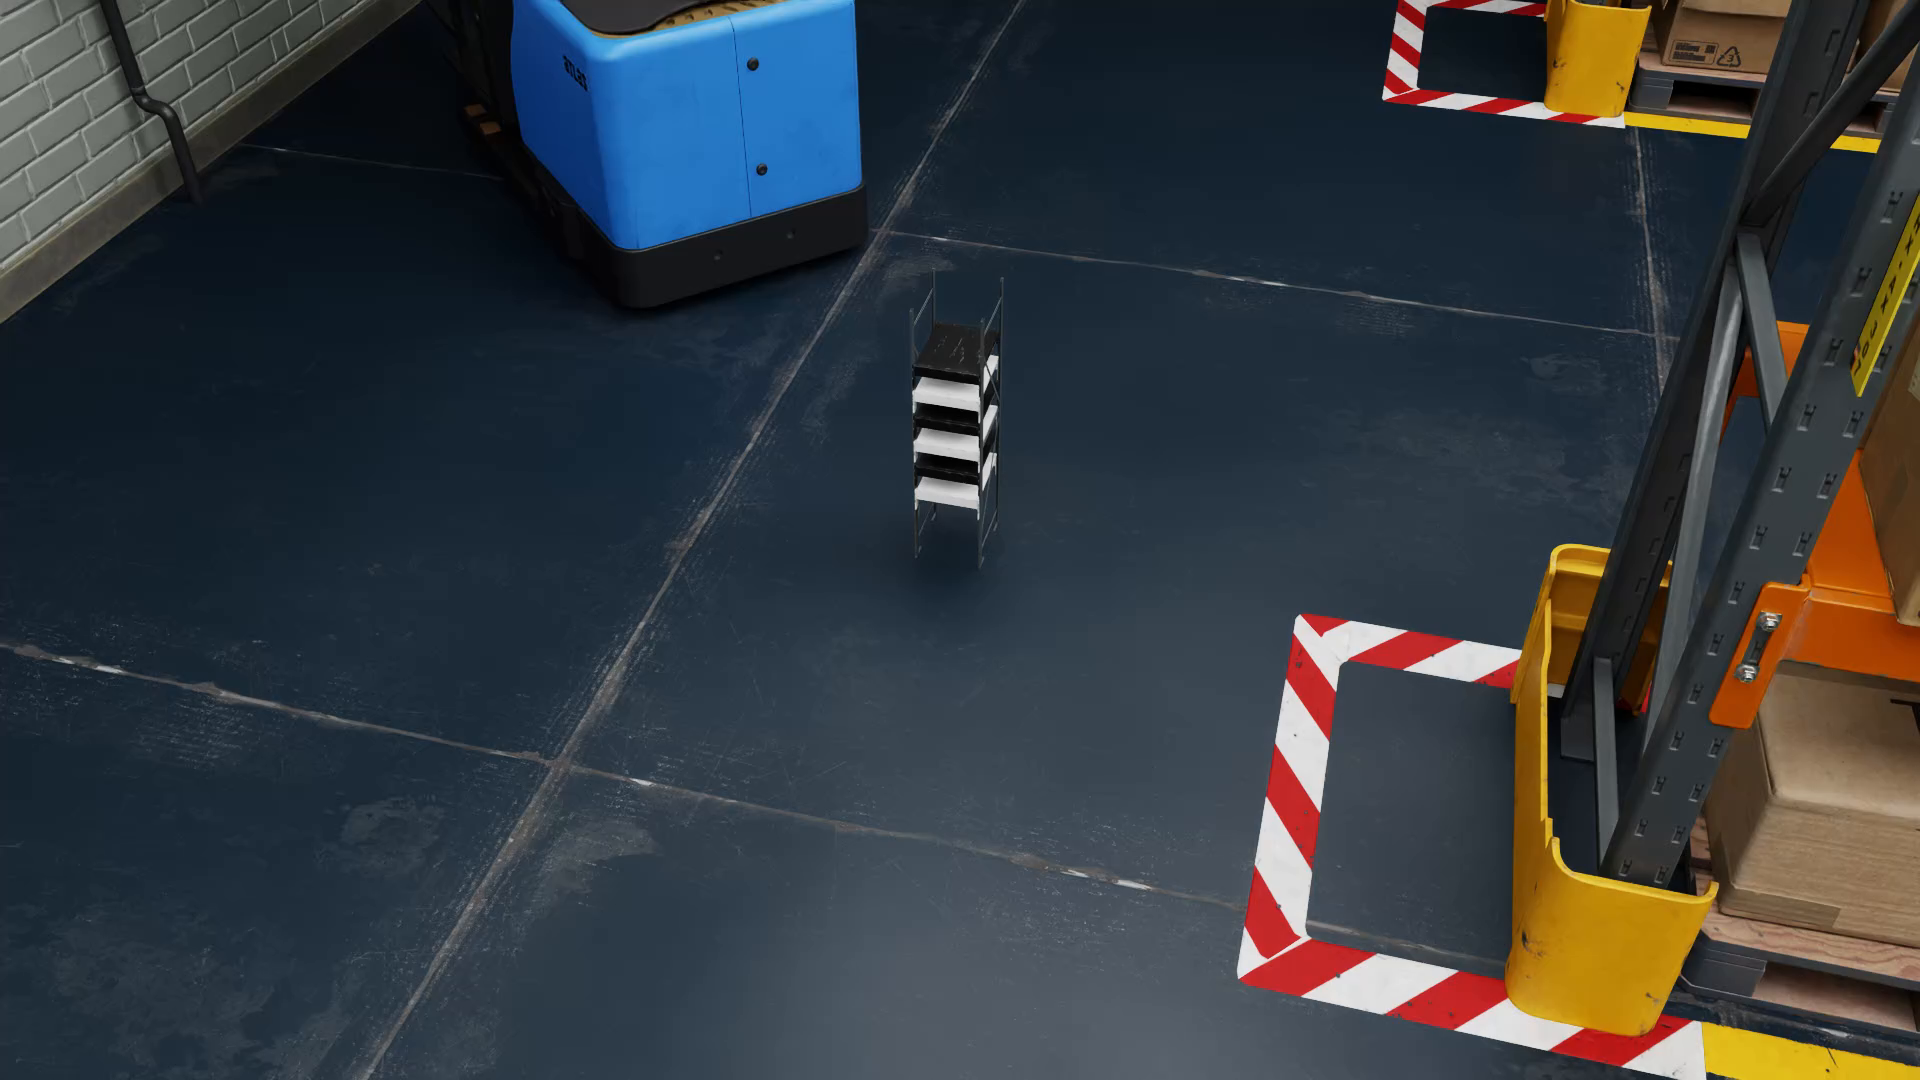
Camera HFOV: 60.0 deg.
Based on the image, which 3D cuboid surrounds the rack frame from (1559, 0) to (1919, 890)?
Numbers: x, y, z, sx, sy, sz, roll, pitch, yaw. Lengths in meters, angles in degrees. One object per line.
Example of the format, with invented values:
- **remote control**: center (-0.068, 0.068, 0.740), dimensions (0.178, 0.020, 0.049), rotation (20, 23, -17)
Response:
- **rack frame**: center (1.628, -0.369, 3.357), dimensions (0.127, 3.000, 1.000), rotation (10, 41, 11)

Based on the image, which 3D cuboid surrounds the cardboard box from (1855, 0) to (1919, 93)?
- **cardboard box**: center (4.289, -2.330, 7.309), dimensions (0.500, 0.500, 0.700), rotation (11, 41, 13)

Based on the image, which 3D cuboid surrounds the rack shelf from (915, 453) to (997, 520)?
- **rack shelf**: center (-0.008, -0.183, 5.099), dimensions (0.200, 0.077, 0.258), rotation (10, 41, 11)

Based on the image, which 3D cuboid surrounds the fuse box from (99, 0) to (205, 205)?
- **fuse box**: center (-3.142, -2.079, 6.395), dimensions (0.414, 1.711, 0.539), rotation (10, 41, 11)

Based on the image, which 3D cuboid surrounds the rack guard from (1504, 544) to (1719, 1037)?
- **rack guard**: center (1.604, 0.584, 4.166), dimensions (0.348, 0.500, 1.175), rotation (10, 41, 11)

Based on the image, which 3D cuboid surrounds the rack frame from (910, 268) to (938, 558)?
- **rack frame**: center (-0.106, -0.363, 4.982), dimensions (0.006, 0.900, 0.240), rotation (10, 41, 11)

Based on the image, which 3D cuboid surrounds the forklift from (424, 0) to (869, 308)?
- **forklift**: center (-1.555, -2.907, 6.432), dimensions (1.130, 2.935, 3.031), rotation (-21, 44, -23)

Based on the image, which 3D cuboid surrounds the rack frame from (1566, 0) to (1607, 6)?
- **rack frame**: center (2.907, -3.453, 7.030), dimensions (0.127, 3.000, 1.000), rotation (10, 41, 11)

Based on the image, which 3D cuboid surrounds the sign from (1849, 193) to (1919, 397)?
- **sign**: center (1.478, -0.387, 2.644), dimensions (0.005, 0.325, 0.100), rotation (10, 41, 11)

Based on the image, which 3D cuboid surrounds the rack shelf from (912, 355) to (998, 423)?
- **rack shelf**: center (-0.008, -0.458, 4.868), dimensions (0.200, 0.077, 0.258), rotation (10, 41, 11)

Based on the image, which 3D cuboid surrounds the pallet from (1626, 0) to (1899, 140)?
- **pallet**: center (3.751, -2.241, 7.754), dimensions (1.213, 0.211, 1.003), rotation (10, 41, 11)

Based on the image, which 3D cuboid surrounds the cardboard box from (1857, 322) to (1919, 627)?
- **cardboard box**: center (2.017, -0.149, 3.018), dimensions (0.500, 0.500, 0.500), rotation (9, 41, 11)

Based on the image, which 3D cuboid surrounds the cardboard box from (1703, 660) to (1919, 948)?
- **cardboard box**: center (2.291, 0.499, 3.989), dimensions (0.875, 0.438, 0.875), rotation (8, 41, 10)

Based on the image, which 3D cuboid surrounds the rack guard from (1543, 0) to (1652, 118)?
- **rack guard**: center (2.980, -2.484, 7.819), dimensions (0.348, 0.500, 1.175), rotation (10, 41, 11)

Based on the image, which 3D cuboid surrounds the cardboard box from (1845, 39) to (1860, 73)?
- **cardboard box**: center (3.874, -2.267, 7.507), dimensions (0.250, 0.149, 0.380), rotation (8, 41, 10)

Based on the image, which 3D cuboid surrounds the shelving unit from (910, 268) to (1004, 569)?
- **shelving unit**: center (-0.008, -0.346, 4.962), dimensions (0.210, 0.900, 0.258), rotation (10, 41, 11)

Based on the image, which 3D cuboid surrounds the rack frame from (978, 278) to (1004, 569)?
- **rack frame**: center (0.090, -0.329, 4.942), dimensions (0.006, 0.900, 0.240), rotation (10, 41, 11)

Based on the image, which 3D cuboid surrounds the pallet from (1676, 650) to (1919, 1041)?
- **pallet**: center (2.420, 0.783, 4.154), dimensions (1.213, 0.211, 1.003), rotation (10, 41, 11)

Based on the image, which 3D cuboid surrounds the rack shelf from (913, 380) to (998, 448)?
- **rack shelf**: center (-0.008, -0.389, 4.926), dimensions (0.200, 0.077, 0.258), rotation (10, 41, 11)

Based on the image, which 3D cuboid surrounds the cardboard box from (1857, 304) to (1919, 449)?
- **cardboard box**: center (2.162, -0.492, 3.425), dimensions (0.500, 0.500, 0.500), rotation (10, 41, 12)

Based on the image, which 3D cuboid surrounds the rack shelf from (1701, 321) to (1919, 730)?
- **rack shelf**: center (3.560, 0.239, 3.193), dimensions (4.000, 0.370, 1.077), rotation (10, 41, 11)

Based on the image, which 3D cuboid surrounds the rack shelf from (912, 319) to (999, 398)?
- **rack shelf**: center (-0.008, -0.527, 4.810), dimensions (0.200, 0.077, 0.258), rotation (10, 41, 11)

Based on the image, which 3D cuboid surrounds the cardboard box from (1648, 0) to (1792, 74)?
- **cardboard box**: center (3.473, -2.498, 7.506), dimensions (0.637, 0.503, 0.797), rotation (8, 41, 10)

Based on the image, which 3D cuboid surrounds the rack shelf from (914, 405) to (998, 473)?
- **rack shelf**: center (-0.008, -0.320, 4.984), dimensions (0.200, 0.077, 0.258), rotation (10, 41, 11)

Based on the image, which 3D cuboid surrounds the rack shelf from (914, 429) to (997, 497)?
- **rack shelf**: center (-0.008, -0.252, 5.042), dimensions (0.200, 0.077, 0.258), rotation (10, 41, 11)
